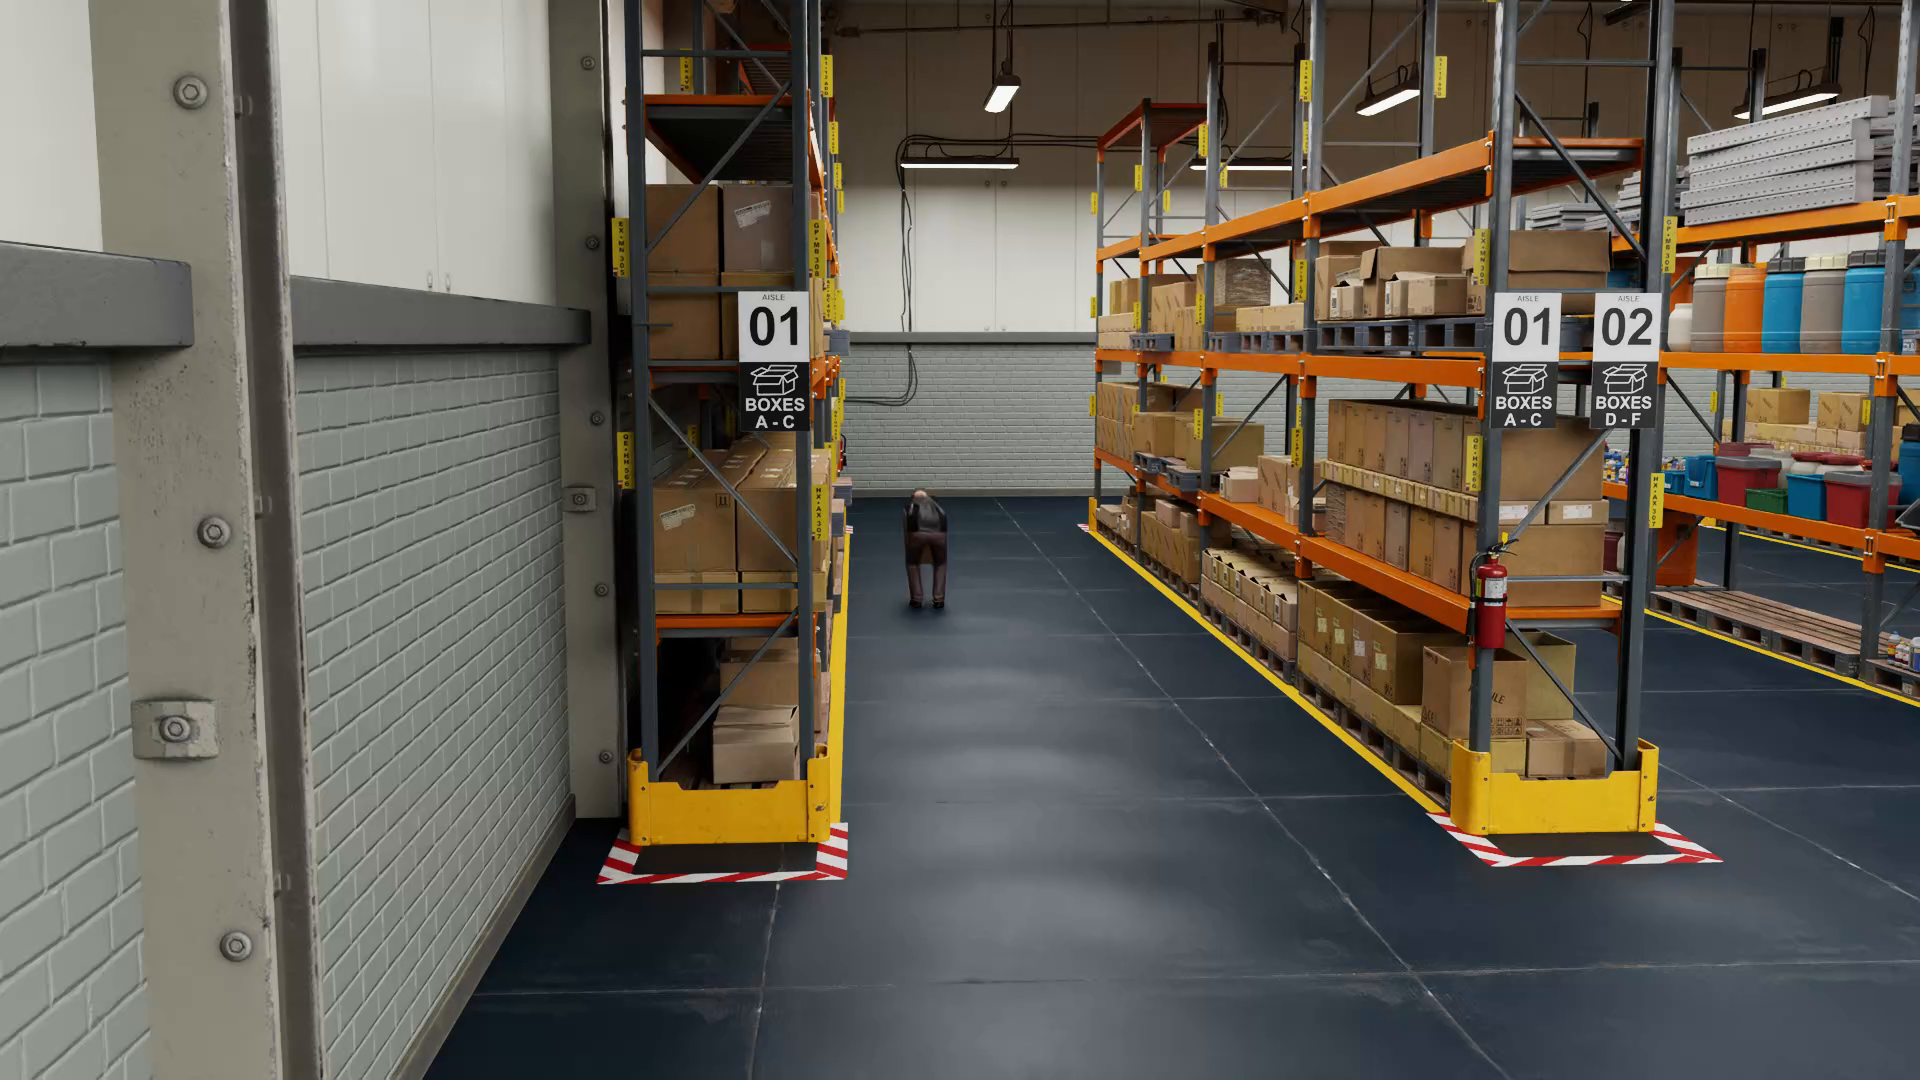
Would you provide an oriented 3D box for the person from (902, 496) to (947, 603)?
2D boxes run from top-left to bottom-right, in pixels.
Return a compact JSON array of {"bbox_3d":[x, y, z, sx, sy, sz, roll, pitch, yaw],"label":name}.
[{"bbox_3d":[-0.384,0.102,18.432,0.479,1.143,0.708,-1,7,-7],"label":"person"}]
